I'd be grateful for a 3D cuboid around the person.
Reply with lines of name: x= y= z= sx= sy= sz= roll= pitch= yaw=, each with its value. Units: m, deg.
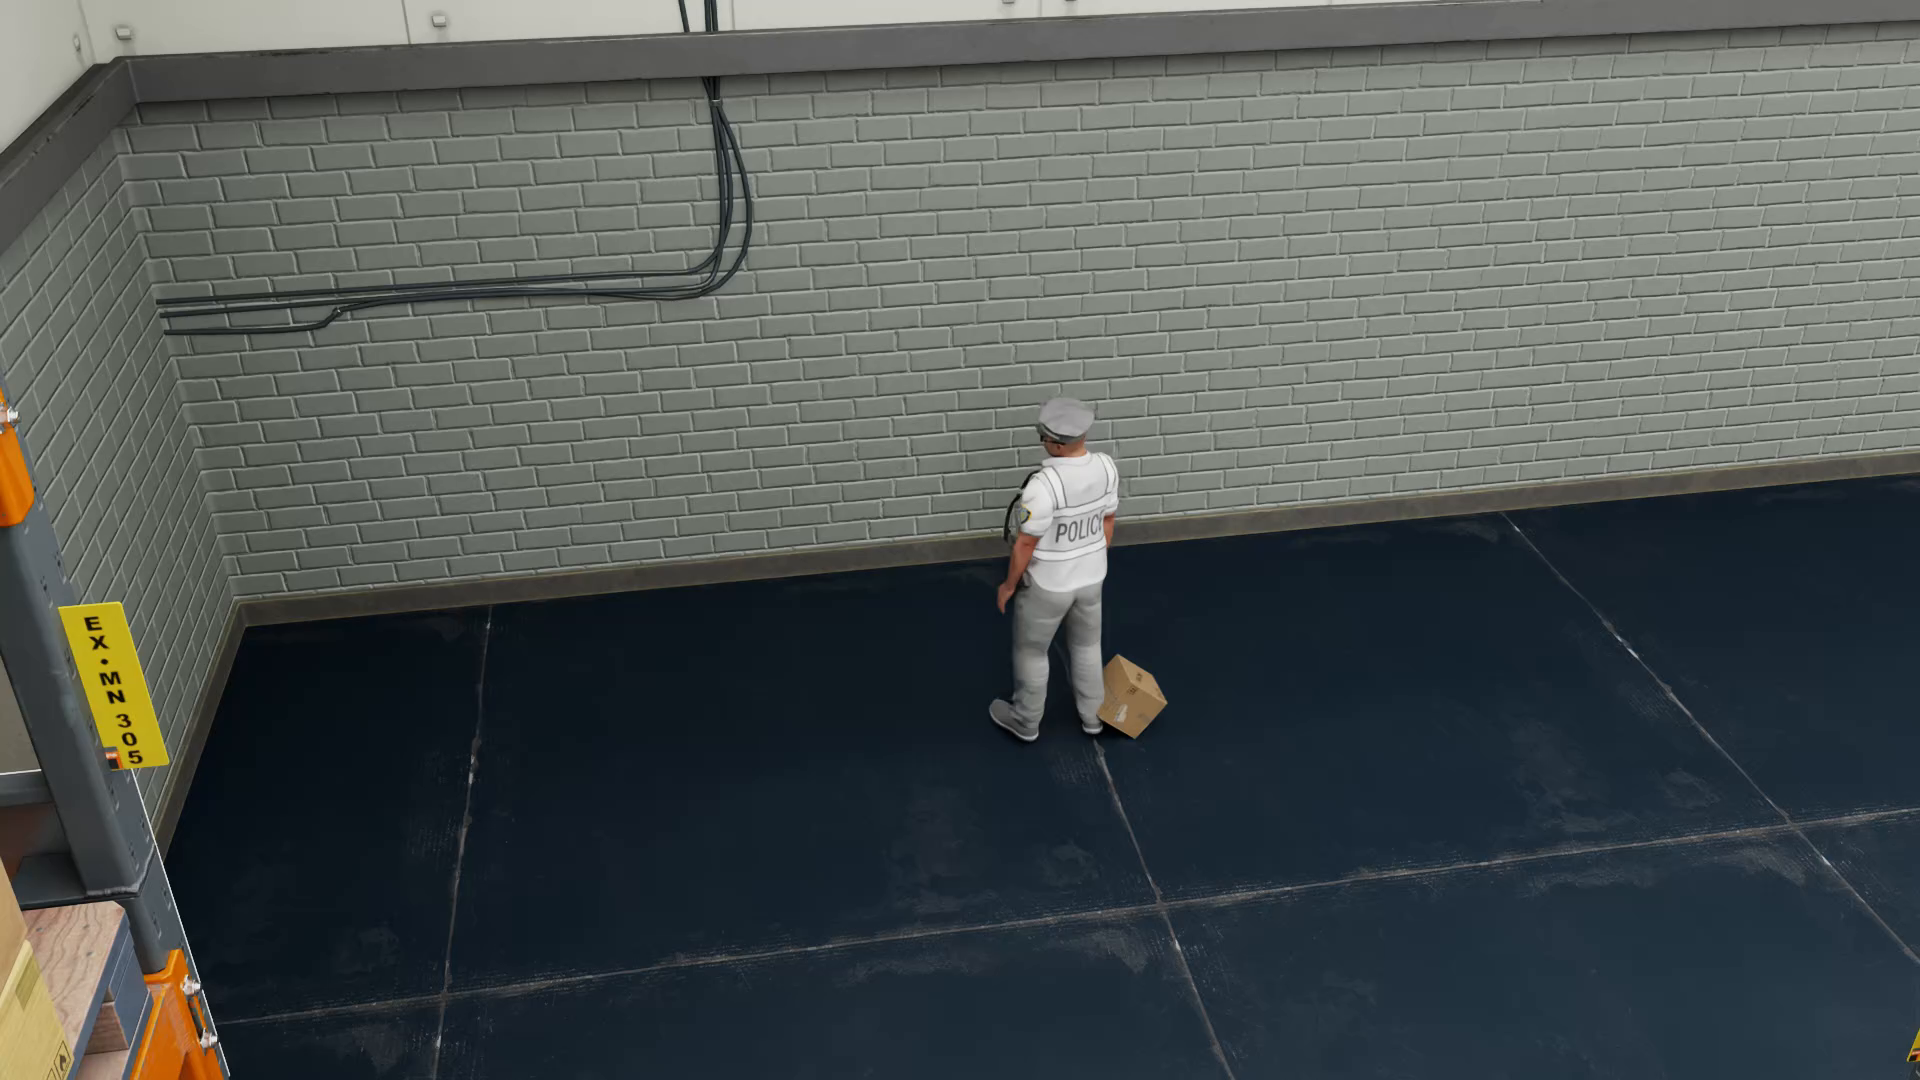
person: x=0.448 y=0.153 z=7.814 sx=0.619 sy=1.768 sz=0.482 roll=-20 pitch=36 yaw=-30
